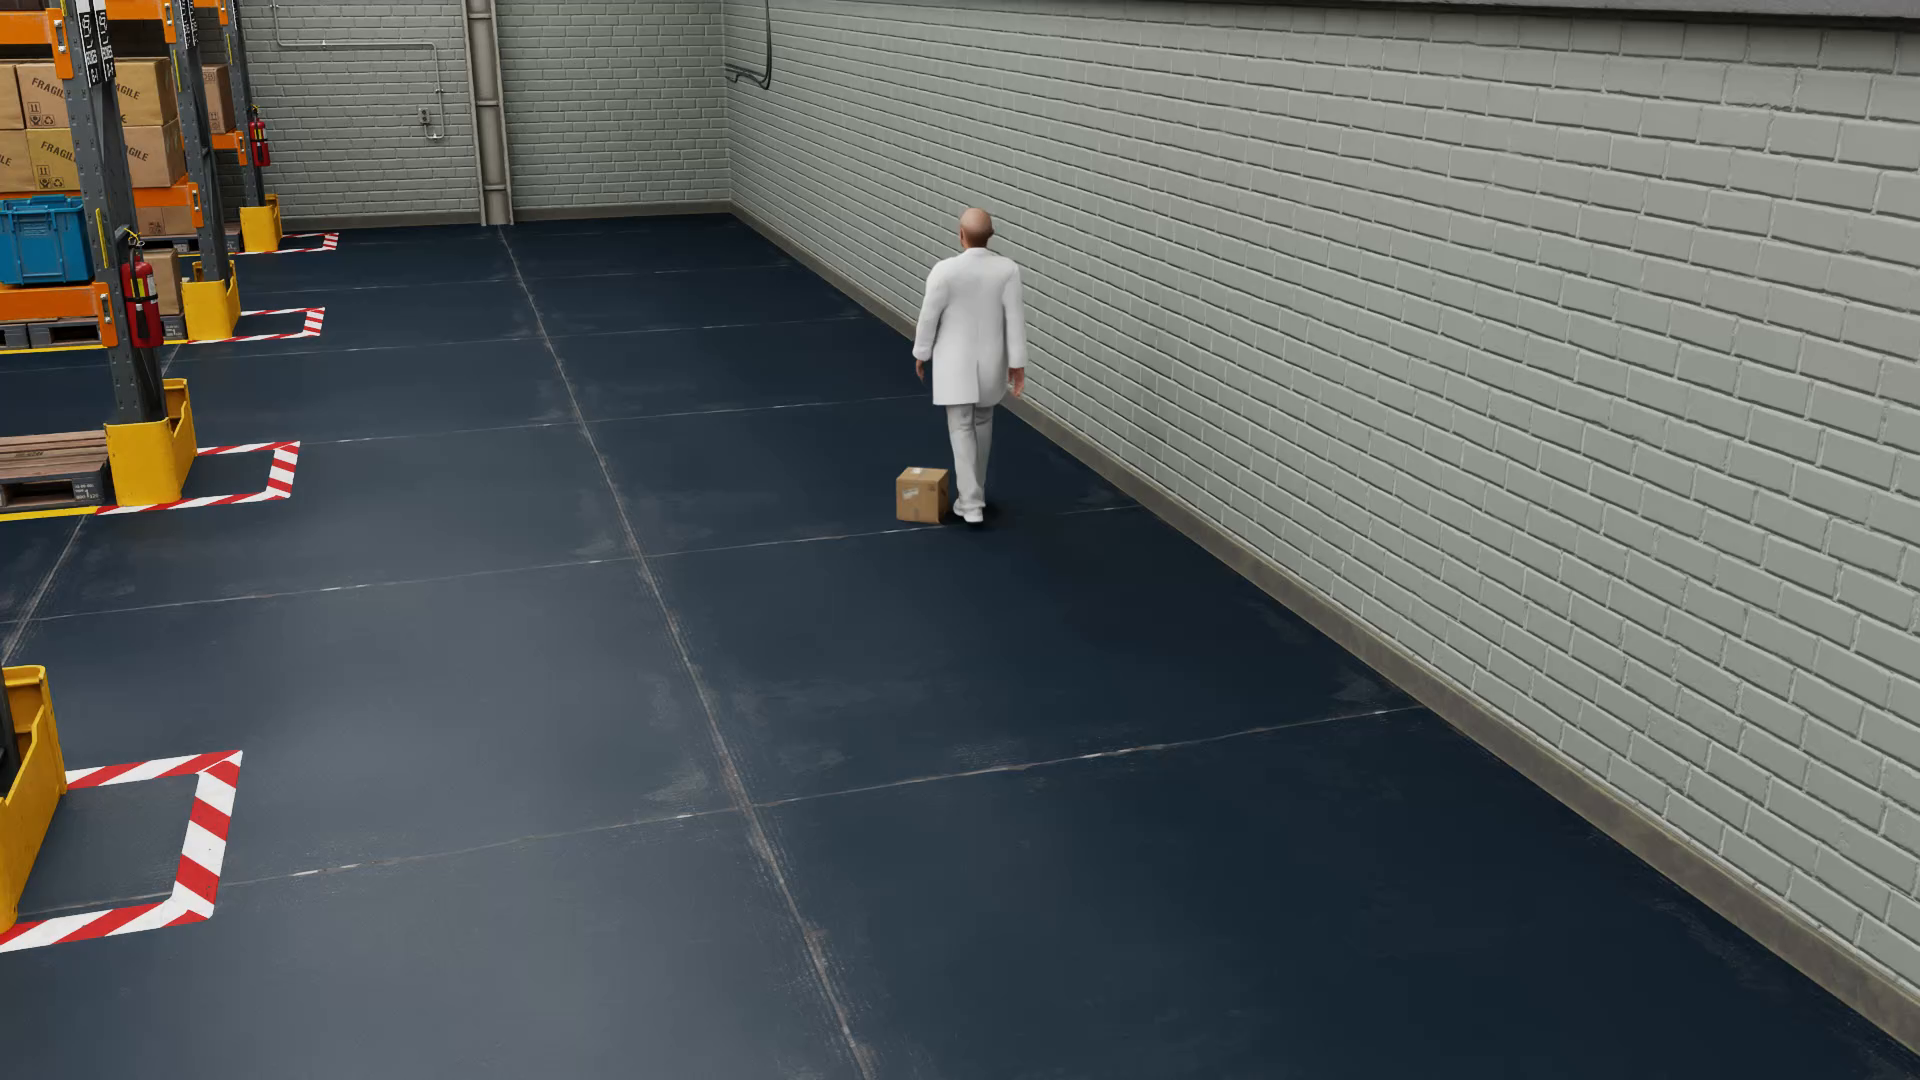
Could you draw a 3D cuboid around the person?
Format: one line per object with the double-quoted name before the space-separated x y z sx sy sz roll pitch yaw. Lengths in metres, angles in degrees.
"person" 0.033 -1.008 9.534 0.604 1.812 0.783 -6 20 -17
